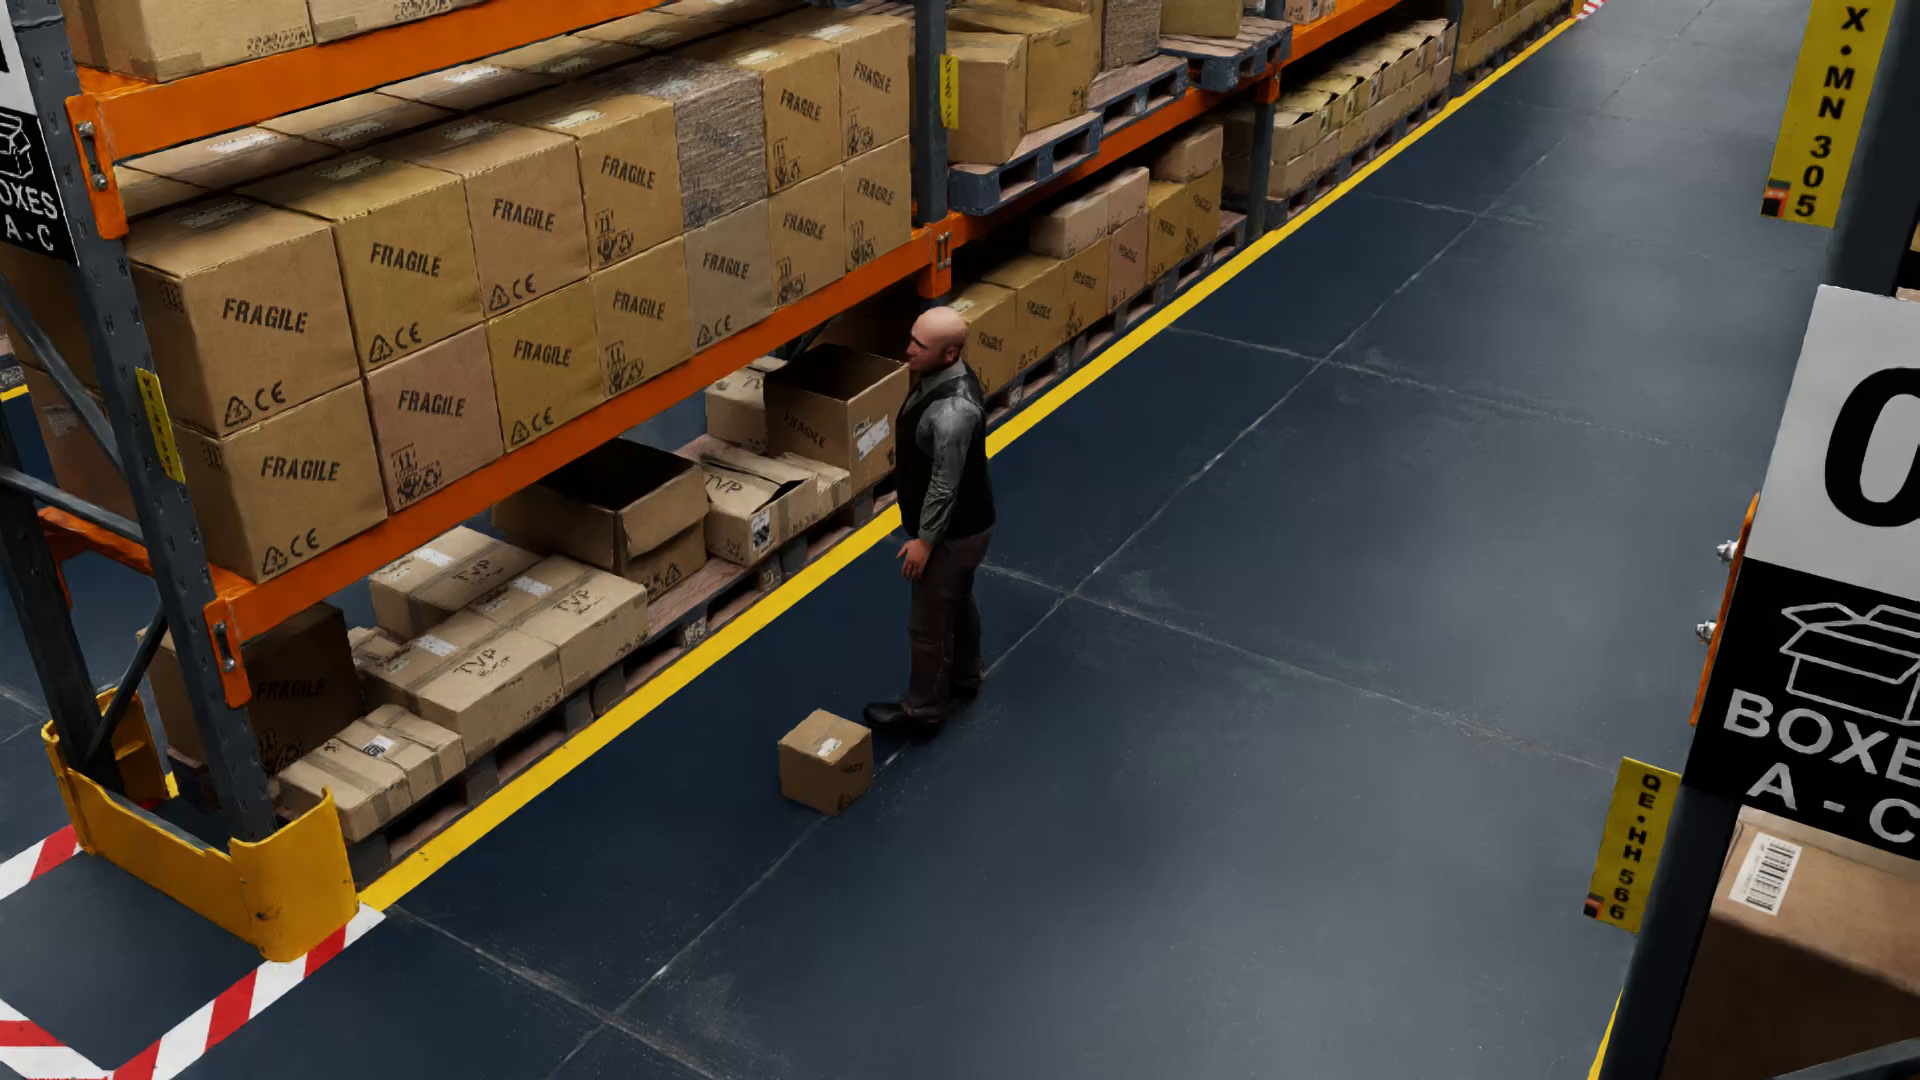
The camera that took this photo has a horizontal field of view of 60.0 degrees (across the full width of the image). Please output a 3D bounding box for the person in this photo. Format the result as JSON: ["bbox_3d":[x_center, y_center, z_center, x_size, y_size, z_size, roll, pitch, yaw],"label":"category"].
[{"bbox_3d":[-0.129,-0.070,6.231,0.516,1.730,0.582,-1,30,-2],"label":"person"}]
